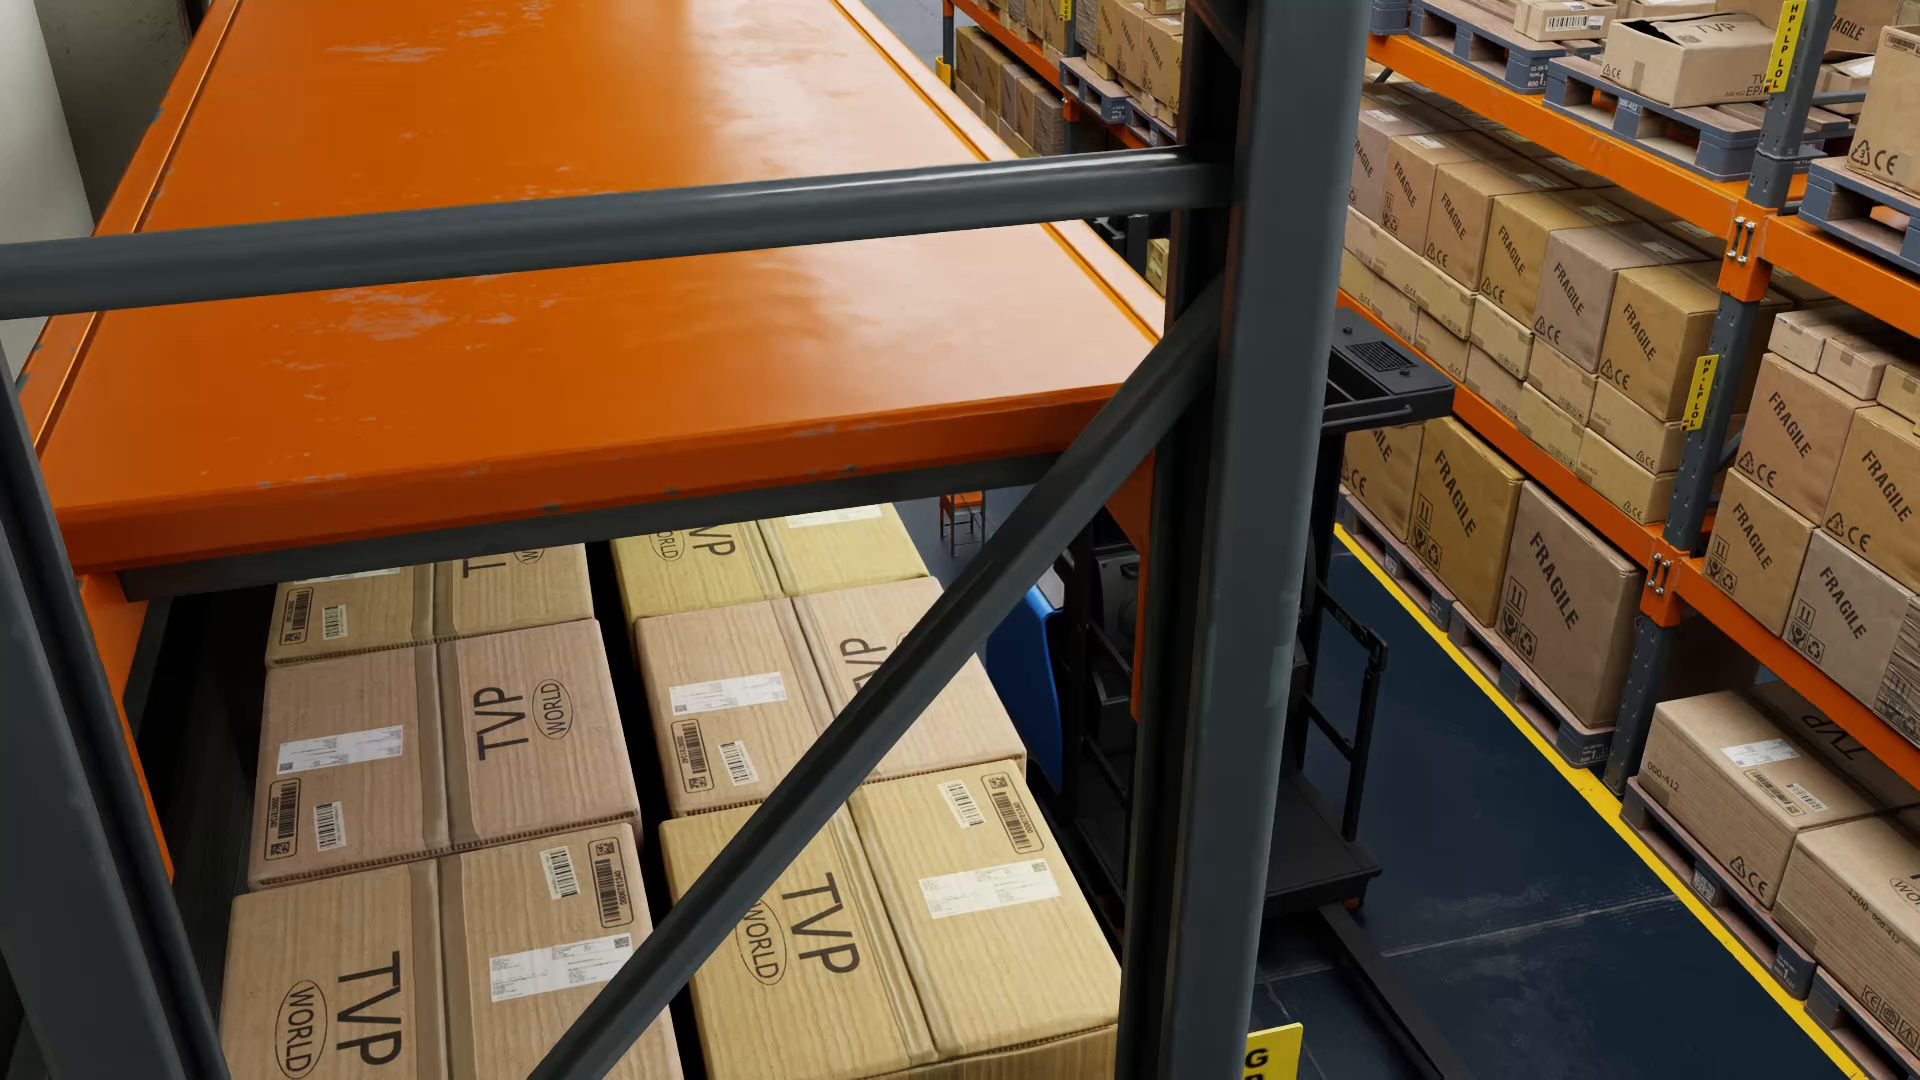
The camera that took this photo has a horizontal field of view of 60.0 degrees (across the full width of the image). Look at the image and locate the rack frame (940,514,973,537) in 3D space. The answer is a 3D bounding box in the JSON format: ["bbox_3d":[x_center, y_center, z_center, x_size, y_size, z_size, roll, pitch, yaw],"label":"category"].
[{"bbox_3d":[-0.018,-0.487,9.544,0.200,1.050,0.008,-8,31,-13],"label":"rack frame"}]

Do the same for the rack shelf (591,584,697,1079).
[{"bbox_3d":[-0.751,0.440,3.720,1.077,0.370,4.000,-8,31,-13],"label":"rack shelf"}]

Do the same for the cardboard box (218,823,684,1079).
[{"bbox_3d":[-0.607,0.637,2.015,0.500,0.250,0.500,-9,31,-15],"label":"cardboard box"}]

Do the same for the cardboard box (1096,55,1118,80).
[{"bbox_3d":[1.280,-3.707,12.992,0.380,0.149,0.250,-7,31,-12],"label":"cardboard box"}]

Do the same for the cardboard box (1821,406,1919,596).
[{"bbox_3d":[3.524,-0.170,5.952,0.500,0.500,0.500,-8,31,-14],"label":"cardboard box"}]

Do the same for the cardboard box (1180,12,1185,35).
[{"bbox_3d":[1.735,-3.520,11.374,0.380,0.149,0.250,-9,31,-16],"label":"cardboard box"}]

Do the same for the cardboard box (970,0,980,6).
[{"bbox_3d":[0.305,-5.309,16.179,0.380,0.149,0.250,-7,31,-13],"label":"cardboard box"}]

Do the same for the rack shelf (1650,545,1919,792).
[{"bbox_3d":[4.034,1.076,5.615,1.077,0.370,4.000,-8,31,-13],"label":"rack shelf"}]

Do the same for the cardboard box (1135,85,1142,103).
[{"bbox_3d":[1.520,-3.331,12.342,0.380,0.149,0.250,-8,31,-13],"label":"cardboard box"}]

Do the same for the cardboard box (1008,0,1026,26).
[{"bbox_3d":[0.737,-4.916,14.853,0.500,0.500,0.500,-7,31,-12],"label":"cardboard box"}]

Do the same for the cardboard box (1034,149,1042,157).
[{"bbox_3d":[0.964,-3.307,14.794,0.500,0.250,0.500,-6,31,-11],"label":"cardboard box"}]

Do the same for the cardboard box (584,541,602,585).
[{"bbox_3d":[-0.998,-0.107,3.301,0.500,0.250,0.500,-8,31,-13],"label":"cardboard box"}]

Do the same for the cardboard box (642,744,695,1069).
[{"bbox_3d":[-0.229,0.537,2.686,0.500,0.250,0.500,-7,31,-12],"label":"cardboard box"}]

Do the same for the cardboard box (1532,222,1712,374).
[{"bbox_3d":[2.998,-1.109,7.573,0.500,0.500,0.500,-7,31,-12],"label":"cardboard box"}]

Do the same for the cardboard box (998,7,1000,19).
[{"bbox_3d":[0.575,-4.938,15.537,0.380,0.149,0.250,-9,31,-15],"label":"cardboard box"}]

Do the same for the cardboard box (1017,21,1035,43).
[{"bbox_3d":[0.728,-4.561,14.887,0.380,0.149,0.250,-8,31,-14],"label":"cardboard box"}]

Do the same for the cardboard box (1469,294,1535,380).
[{"bbox_3d":[2.869,-1.023,8.174,0.500,0.250,0.500,-7,31,-12],"label":"cardboard box"}]

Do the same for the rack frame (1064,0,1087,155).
[{"bbox_3d":[1.380,-4.065,13.779,1.000,3.000,0.127,-8,31,-13],"label":"rack frame"}]

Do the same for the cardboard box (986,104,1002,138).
[{"bbox_3d":[0.551,-4.053,16.083,0.500,0.250,0.500,-6,31,-10],"label":"cardboard box"}]

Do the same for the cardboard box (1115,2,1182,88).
[{"bbox_3d":[1.479,-3.672,12.283,0.500,0.500,0.500,-8,31,-14],"label":"cardboard box"}]

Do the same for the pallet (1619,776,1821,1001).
[{"bbox_3d":[3.630,1.383,7.149,1.003,0.211,1.213,-8,31,-13],"label":"pallet"}]

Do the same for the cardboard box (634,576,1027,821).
[{"bbox_3d":[-0.212,0.318,2.565,0.500,0.250,0.500,-8,31,-14],"label":"cardboard box"}]

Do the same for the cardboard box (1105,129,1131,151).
[{"bbox_3d":[1.484,-3.702,14.729,0.500,0.500,0.500,-6,31,-11],"label":"cardboard box"}]

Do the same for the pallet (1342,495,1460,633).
[{"bbox_3d":[2.898,0.053,9.448,1.003,0.211,1.213,-8,31,-13],"label":"pallet"}]

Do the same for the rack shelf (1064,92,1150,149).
[{"bbox_3d":[1.911,-2.788,12.290,1.077,0.370,4.000,-8,31,-13],"label":"rack shelf"}]

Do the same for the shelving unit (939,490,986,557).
[{"bbox_3d":[0.014,-0.429,9.442,0.215,1.050,0.252,-8,31,-13],"label":"shelving unit"}]

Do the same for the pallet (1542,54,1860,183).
[{"bbox_3d":[3.212,-1.853,7.153,0.805,0.209,1.217,-9,31,-15],"label":"pallet"}]

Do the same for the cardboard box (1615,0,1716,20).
[{"bbox_3d":[3.356,-2.552,7.885,0.396,0.266,0.258,-5,30,-9],"label":"cardboard box"}]

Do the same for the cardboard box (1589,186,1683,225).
[{"bbox_3d":[3.371,-1.413,8.098,0.500,0.500,0.500,-9,31,-15],"label":"cardboard box"}]

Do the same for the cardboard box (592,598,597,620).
[{"bbox_3d":[-0.876,0.363,2.988,0.500,0.250,0.500,-9,31,-14],"label":"cardboard box"}]

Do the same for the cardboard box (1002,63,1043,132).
[{"bbox_3d":[0.691,-4.123,15.456,0.500,0.500,0.500,-6,31,-11],"label":"cardboard box"}]

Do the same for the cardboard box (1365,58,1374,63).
[{"bbox_3d":[2.400,-2.986,11.098,0.500,0.500,0.500,-6,31,-11],"label":"cardboard box"}]

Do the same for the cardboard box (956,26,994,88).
[{"bbox_3d":[0.273,-4.875,16.756,0.500,0.500,0.500,-9,31,-15],"label":"cardboard box"}]

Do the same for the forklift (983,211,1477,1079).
[{"bbox_3d":[1.056,0.231,6.425,1.130,2.935,3.031,-9,31,-16],"label":"forklift"}]

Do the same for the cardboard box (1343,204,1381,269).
[{"bbox_3d":[2.474,-1.757,9.442,0.500,0.250,0.500,-7,31,-12],"label":"cardboard box"}]

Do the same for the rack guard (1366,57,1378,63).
[{"bbox_3d":[5.057,-5.634,18.984,1.175,0.500,0.348,-8,31,-13],"label":"rack guard"}]

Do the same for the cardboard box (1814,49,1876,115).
[{"bbox_3d":[3.708,-1.911,6.778,0.396,0.266,0.258,-8,31,-14],"label":"cardboard box"}]

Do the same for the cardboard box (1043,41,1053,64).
[{"bbox_3d":[0.928,-4.191,14.246,0.380,0.149,0.250,-7,31,-12],"label":"cardboard box"}]

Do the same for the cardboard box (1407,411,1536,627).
[{"bbox_3d":[3.014,-0.187,8.781,0.875,0.875,0.875,-7,31,-12],"label":"cardboard box"}]

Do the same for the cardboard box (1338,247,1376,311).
[{"bbox_3d":[2.482,-1.553,9.588,0.500,0.250,0.500,-9,31,-15],"label":"cardboard box"}]

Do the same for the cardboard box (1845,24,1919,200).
[{"bbox_3d":[3.457,-1.456,5.657,0.500,0.500,0.500,-7,31,-12],"label":"cardboard box"}]

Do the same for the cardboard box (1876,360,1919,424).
[{"bbox_3d":[3.529,-0.531,5.928,0.380,0.149,0.250,-8,31,-14],"label":"cardboard box"}]

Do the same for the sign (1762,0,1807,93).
[{"bbox_3d":[2.983,-1.783,6.011,0.100,0.325,0.005,-8,31,-13],"label":"sign"}]

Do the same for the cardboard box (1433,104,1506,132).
[{"bbox_3d":[2.975,-2.147,9.368,0.500,0.500,0.500,-7,31,-12],"label":"cardboard box"}]

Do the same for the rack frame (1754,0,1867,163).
[{"bbox_3d":[3.503,-2.798,5.600,1.000,3.000,0.127,-8,31,-13],"label":"rack frame"}]

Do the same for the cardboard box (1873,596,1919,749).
[{"bbox_3d":[3.631,0.502,5.789,0.500,0.500,0.500,-8,31,-13],"label":"cardboard box"}]

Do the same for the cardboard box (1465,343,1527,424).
[{"bbox_3d":[2.892,-0.812,8.308,0.500,0.250,0.500,-9,31,-15],"label":"cardboard box"}]

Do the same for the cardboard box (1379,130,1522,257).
[{"bbox_3d":[2.600,-1.848,8.851,0.500,0.500,0.500,-7,31,-12],"label":"cardboard box"}]

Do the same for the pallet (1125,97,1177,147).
[{"bbox_3d":[1.877,-3.001,12.131,1.003,0.211,1.213,-8,31,-13],"label":"pallet"}]

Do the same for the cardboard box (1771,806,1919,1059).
[{"bbox_3d":[3.805,1.476,6.344,0.875,0.438,0.875,-9,31,-15],"label":"cardboard box"}]
